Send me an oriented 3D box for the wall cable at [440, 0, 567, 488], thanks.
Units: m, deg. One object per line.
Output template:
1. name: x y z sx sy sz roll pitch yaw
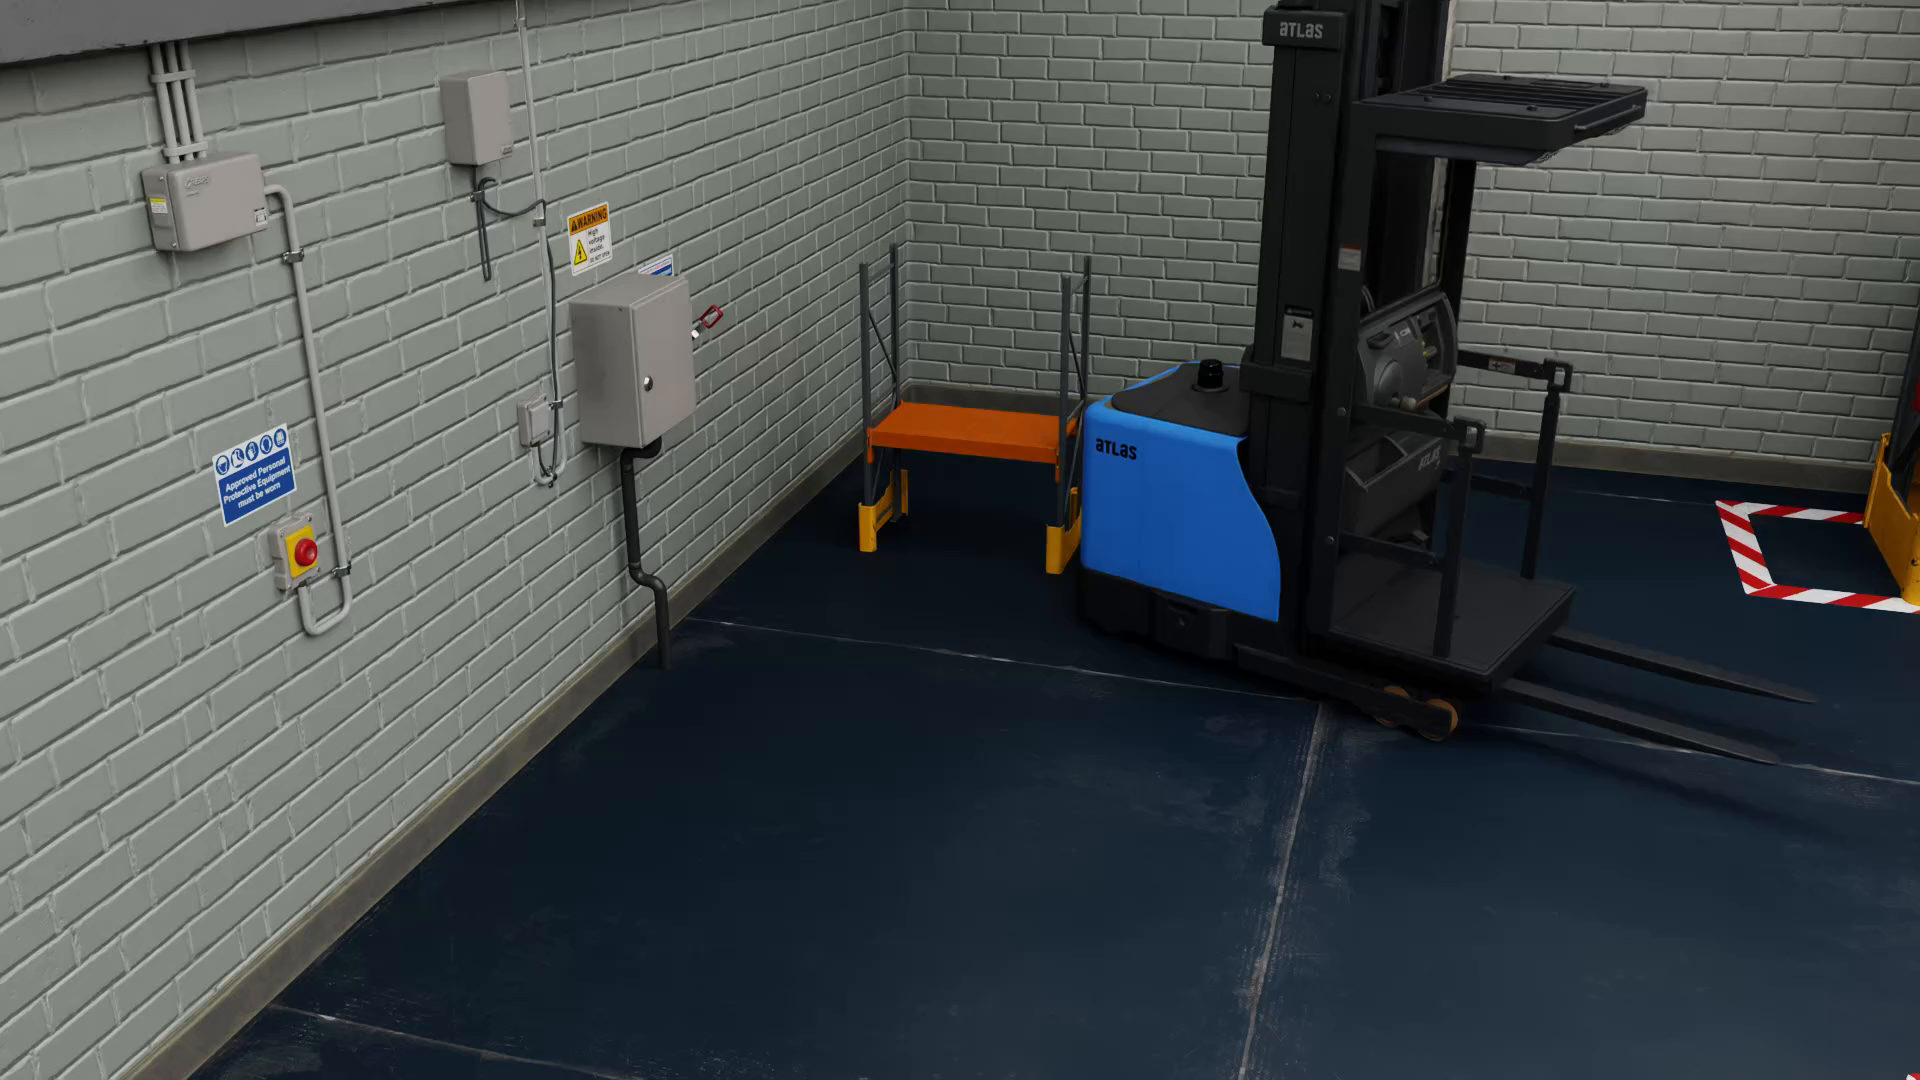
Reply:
1. wall cable: -1.620 -1.068 6.084 0.122 1.984 0.588 7 23 16

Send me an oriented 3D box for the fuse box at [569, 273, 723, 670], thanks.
1. fuse box: -1.272 -0.233 7.083 0.414 1.711 0.539 7 23 16

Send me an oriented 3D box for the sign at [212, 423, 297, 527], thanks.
1. sign: -2.091 -0.196 4.939 0.001 0.218 0.327 7 23 16

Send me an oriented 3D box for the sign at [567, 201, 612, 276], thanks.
1. sign: -1.487 -1.214 6.688 0.001 0.242 0.339 7 23 16

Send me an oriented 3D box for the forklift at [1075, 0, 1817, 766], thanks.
1. forklift: 2.021 -0.767 6.777 3.031 2.935 1.130 16 27 34

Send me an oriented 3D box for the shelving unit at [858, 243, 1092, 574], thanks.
1. shelving unit: 0.073 -0.686 8.465 1.083 1.500 0.587 7 23 16

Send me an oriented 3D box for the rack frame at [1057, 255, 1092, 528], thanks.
1. rack frame: 0.568 -0.629 8.327 0.032 1.500 0.500 7 23 16

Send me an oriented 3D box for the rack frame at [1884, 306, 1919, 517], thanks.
1. rack frame: 4.817 -1.276 7.928 0.127 3.000 1.000 7 23 16

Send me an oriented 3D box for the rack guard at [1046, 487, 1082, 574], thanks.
1. rack guard: 0.550 -0.053 8.569 0.087 0.250 0.587 7 23 16

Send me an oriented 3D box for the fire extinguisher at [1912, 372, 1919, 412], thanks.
1. fire extinguisher: 4.542 -0.916 7.644 0.183 0.674 0.296 7 23 16

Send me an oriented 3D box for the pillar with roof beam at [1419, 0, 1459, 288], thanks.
1. pillar with roof beam: 1.252 -3.111 4.496 0.400 9.000 9.100 7 23 16

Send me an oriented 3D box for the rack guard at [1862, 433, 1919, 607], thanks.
1. rack guard: 4.889 -0.111 8.382 0.348 0.500 1.175 7 23 16

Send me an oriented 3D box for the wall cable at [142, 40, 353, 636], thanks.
1. wall cable: -2.019 -0.566 4.818 0.123 1.953 0.585 7 23 16

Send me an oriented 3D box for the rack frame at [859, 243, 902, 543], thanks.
1. rack frame: -0.405 -0.740 8.598 0.032 1.500 0.500 7 23 16

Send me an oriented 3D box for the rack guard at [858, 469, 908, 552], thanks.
1. rack guard: -0.404 -0.162 8.835 0.087 0.250 0.587 7 23 16

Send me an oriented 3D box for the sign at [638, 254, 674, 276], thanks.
1. sign: -1.328 -0.987 7.350 0.001 0.494 0.329 7 23 16

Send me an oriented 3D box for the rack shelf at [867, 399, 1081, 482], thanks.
1. rack shelf: 0.082 -0.518 8.531 1.000 0.185 0.538 7 23 16
